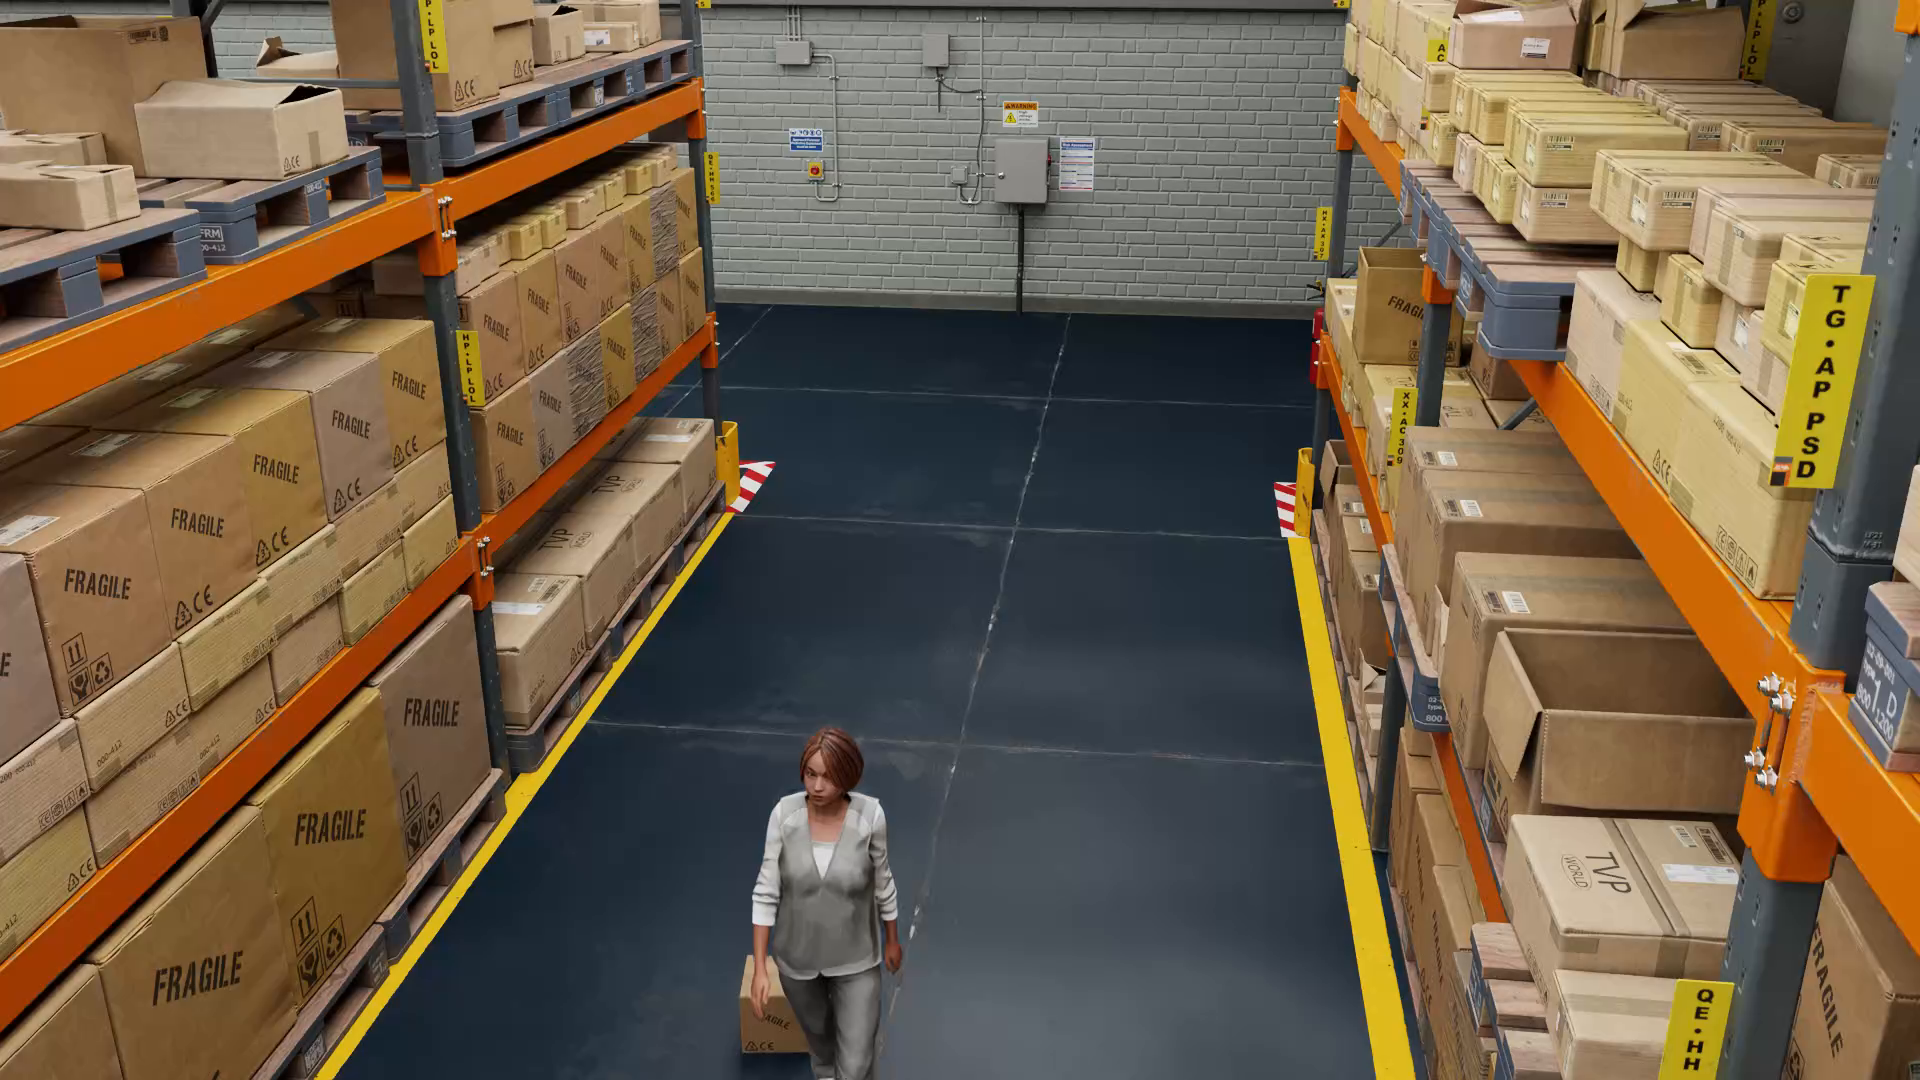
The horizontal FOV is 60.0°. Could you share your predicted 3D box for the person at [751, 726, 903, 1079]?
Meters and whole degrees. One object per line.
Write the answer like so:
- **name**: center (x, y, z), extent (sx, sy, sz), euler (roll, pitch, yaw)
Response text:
- **person**: center (-0.426, 1.337, 5.193), extent (0.444, 1.531, 0.900), euler (2, 22, 5)
